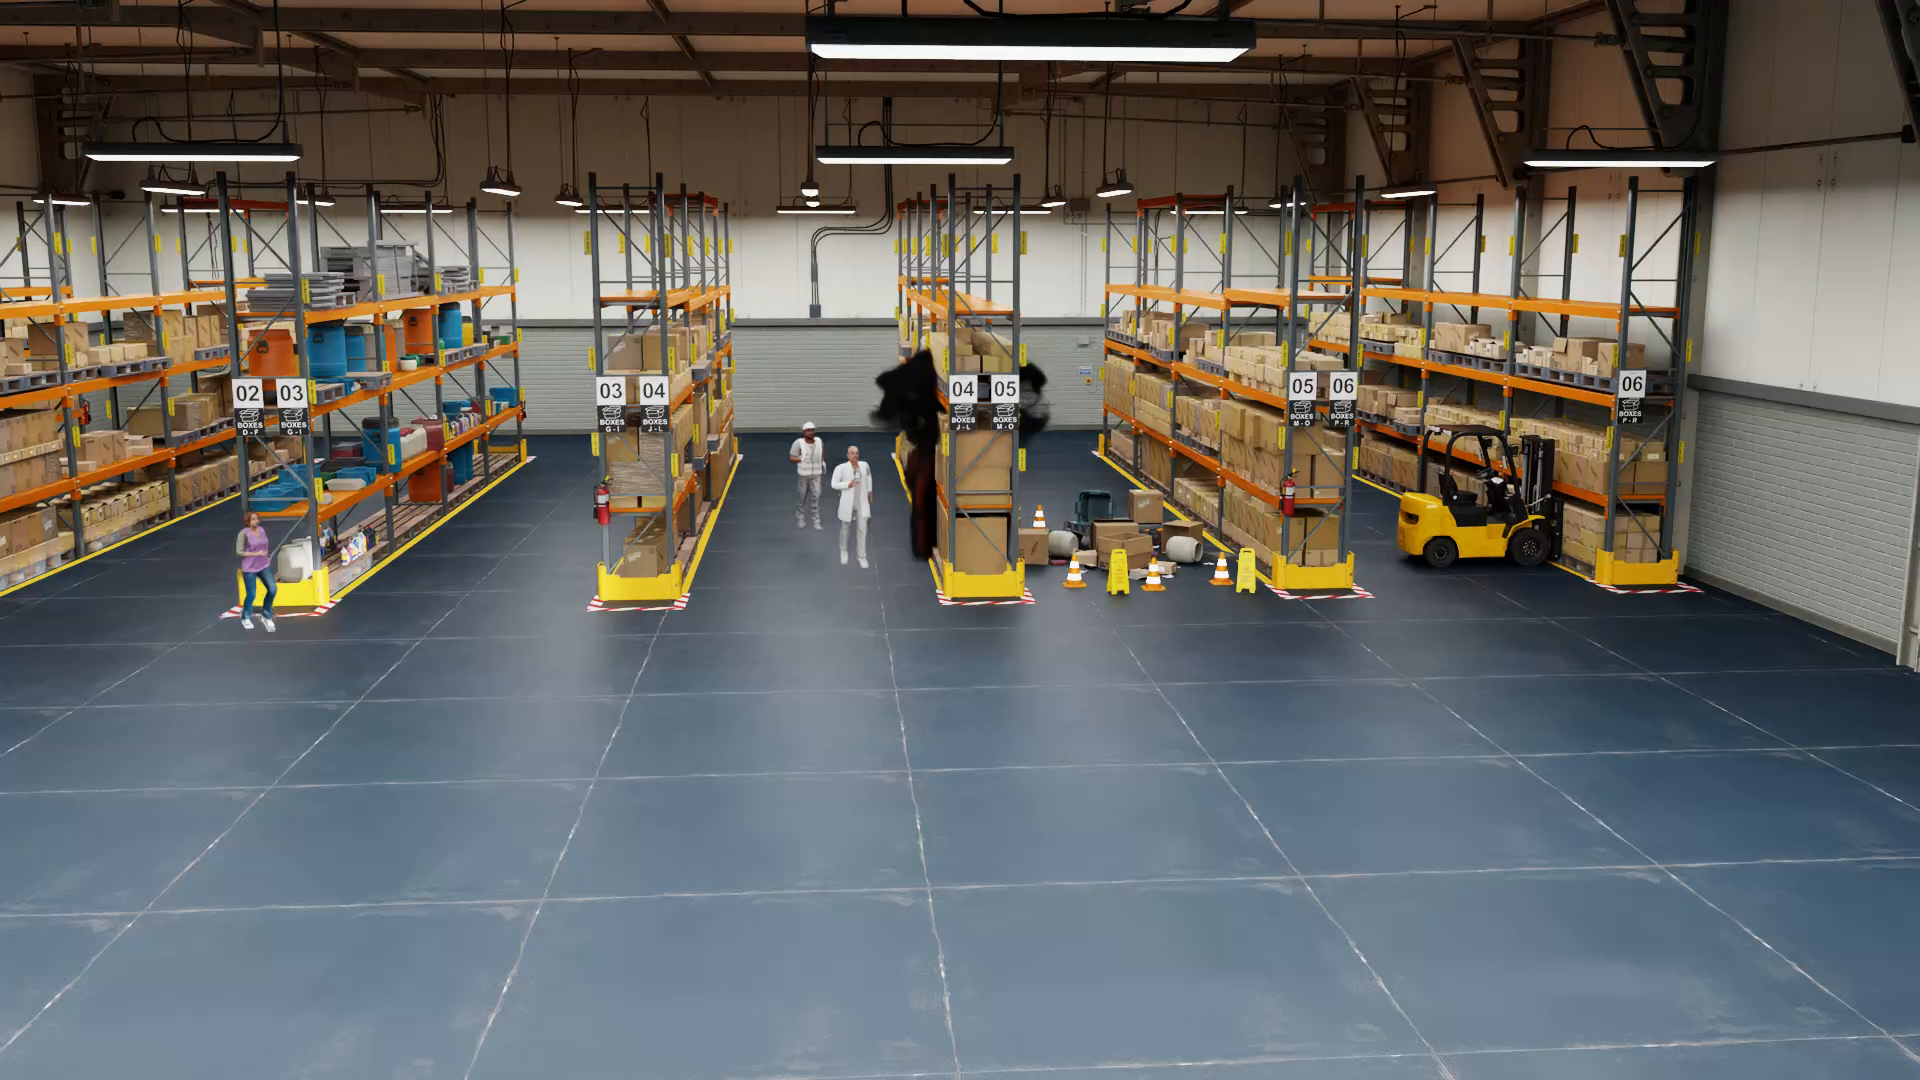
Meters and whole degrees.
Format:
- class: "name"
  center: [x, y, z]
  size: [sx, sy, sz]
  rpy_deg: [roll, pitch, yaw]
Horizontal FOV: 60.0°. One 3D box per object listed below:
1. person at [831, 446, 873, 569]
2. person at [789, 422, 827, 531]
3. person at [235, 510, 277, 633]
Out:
- class: "person"
  center: [-1.621, -0.512, 25.155]
  size: [0.706, 1.829, 0.980]
  rpy_deg: [-3, 11, -19]
- class: "person"
  center: [-2.538, -1.064, 27.921]
  size: [0.696, 1.842, 0.892]
  rpy_deg: [-4, 11, -22]
- class: "person"
  center: [-9.198, 0.418, 21.731]
  size: [0.679, 1.633, 0.566]
  rpy_deg: [7, 12, 35]
